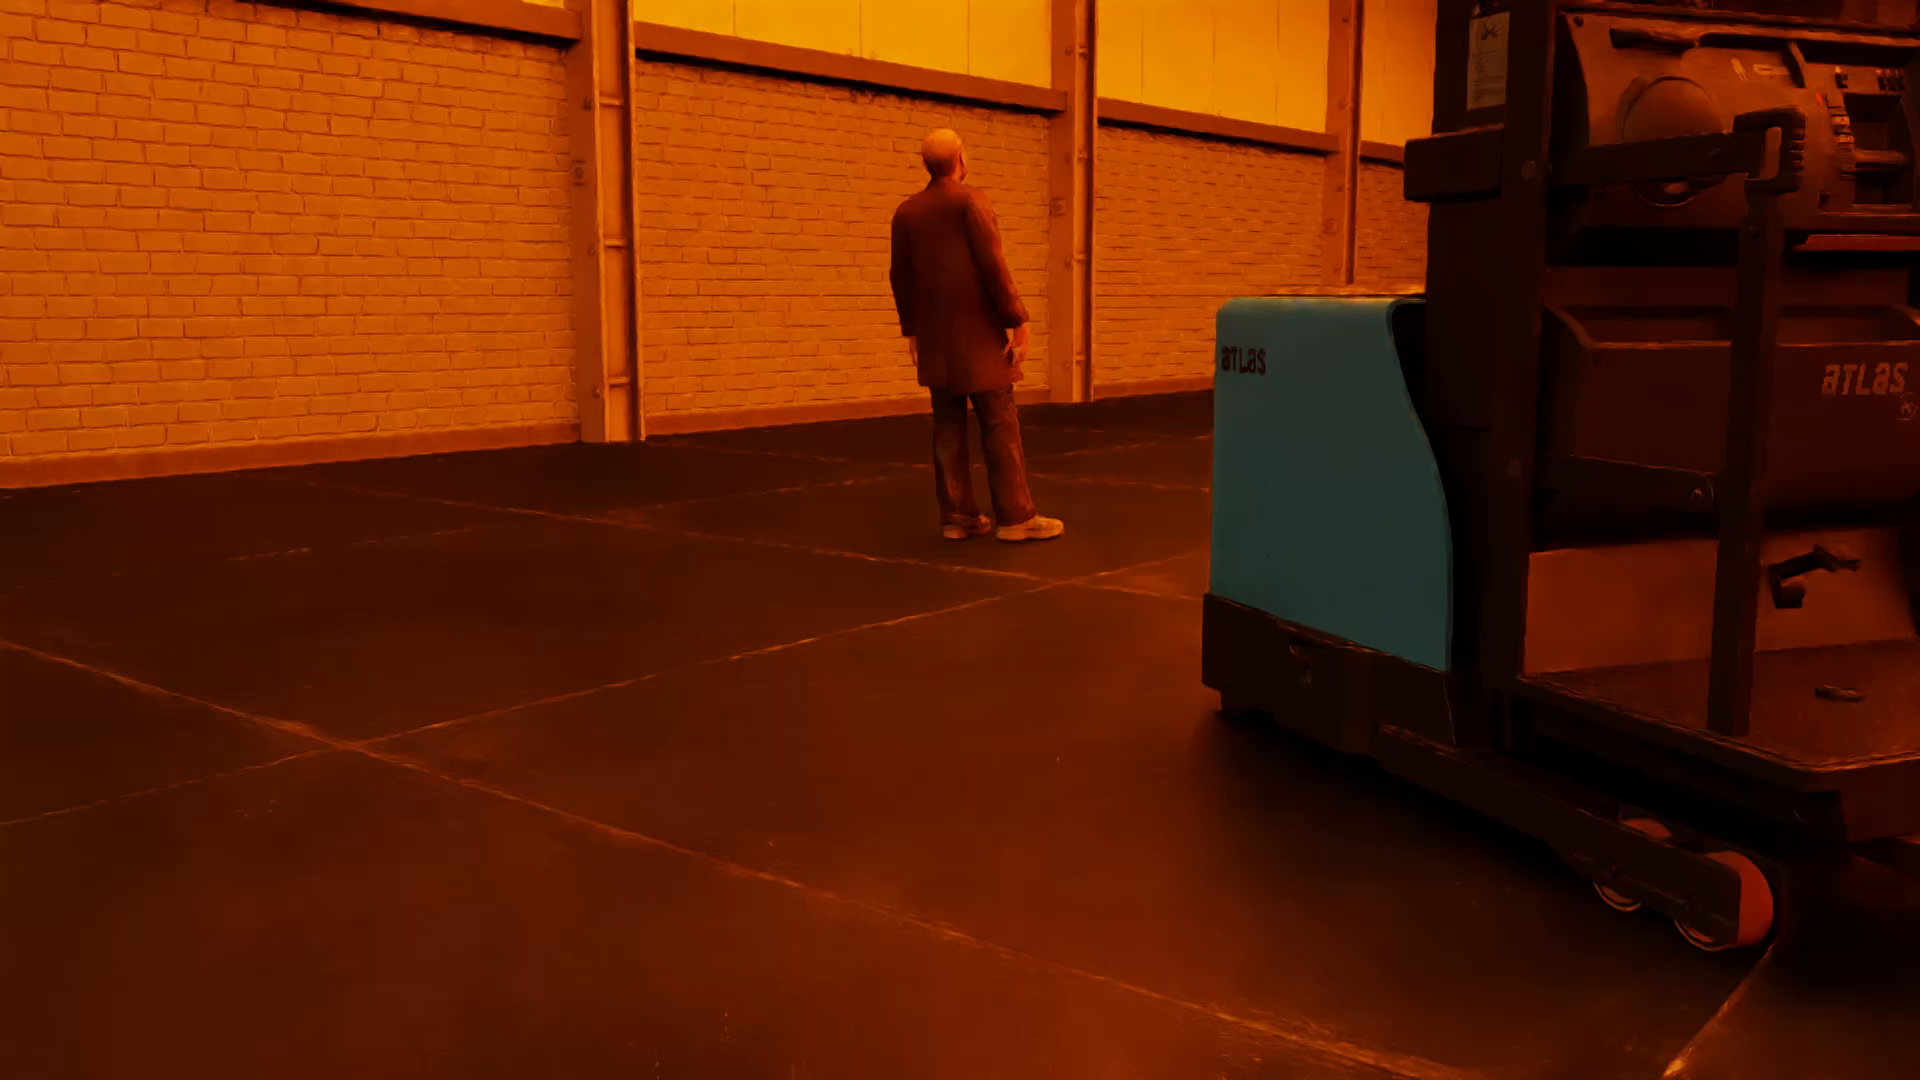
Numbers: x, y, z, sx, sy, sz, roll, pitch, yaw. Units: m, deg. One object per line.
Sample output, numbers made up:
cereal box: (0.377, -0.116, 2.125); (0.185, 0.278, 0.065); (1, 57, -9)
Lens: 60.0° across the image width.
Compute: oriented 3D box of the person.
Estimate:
person: (0.061, -0.897, 7.343); (0.694, 1.776, 0.580); (7, 11, 38)

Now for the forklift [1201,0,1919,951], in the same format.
forklift: (1.631, -0.837, 3.000); (1.130, 2.935, 3.031); (-3, 9, -21)
